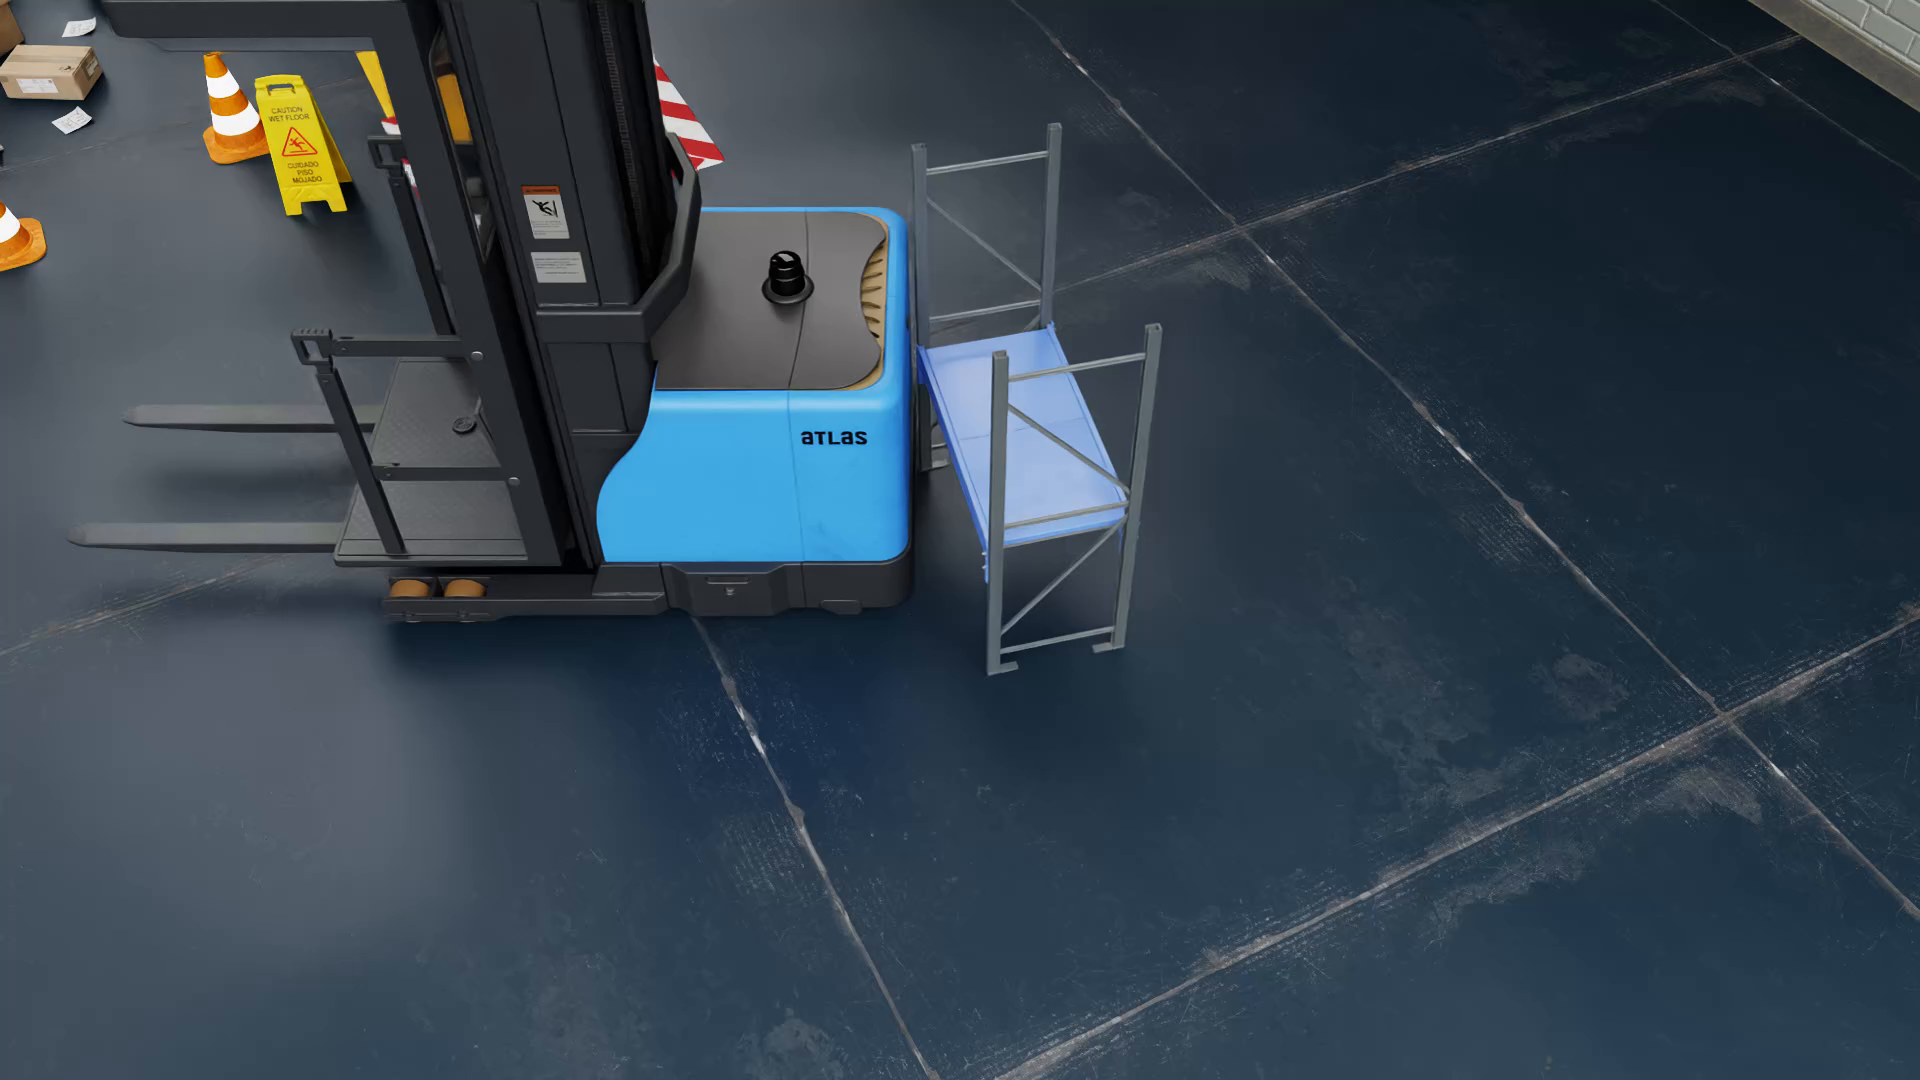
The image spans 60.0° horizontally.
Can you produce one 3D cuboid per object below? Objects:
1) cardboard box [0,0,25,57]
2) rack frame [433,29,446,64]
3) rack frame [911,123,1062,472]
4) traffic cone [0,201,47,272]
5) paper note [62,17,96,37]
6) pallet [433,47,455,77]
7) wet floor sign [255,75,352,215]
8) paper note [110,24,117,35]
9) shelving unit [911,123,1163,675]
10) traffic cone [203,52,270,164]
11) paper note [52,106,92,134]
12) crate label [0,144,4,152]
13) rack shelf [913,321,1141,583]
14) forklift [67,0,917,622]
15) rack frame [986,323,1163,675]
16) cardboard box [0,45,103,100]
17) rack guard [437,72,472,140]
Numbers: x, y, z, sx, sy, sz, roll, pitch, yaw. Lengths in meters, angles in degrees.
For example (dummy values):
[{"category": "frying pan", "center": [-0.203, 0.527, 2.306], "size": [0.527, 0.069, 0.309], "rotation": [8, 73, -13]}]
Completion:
[{"category": "cardboard box", "center": [-5.122, -2.533, 8.131], "size": [0.637, 0.503, 0.797], "rotation": [18, 51, 15]}, {"category": "rack frame", "center": [-2.067, -3.051, 6.926], "size": [1.000, 3.000, 0.127], "rotation": [-21, 52, -18]}, {"category": "rack frame", "center": [0.088, -0.818, 5.969], "size": [0.500, 1.500, 0.032], "rotation": [-11, 50, -9]}, {"category": "traffic cone", "center": [-4.242, -1.450, 7.211], "size": [0.336, 0.463, 0.334], "rotation": [-21, 52, -18]}, {"category": "paper note", "center": [-4.525, -2.637, 8.544], "size": [0.148, 0.019, 0.142], "rotation": [-5, 49, -5]}, {"category": "pallet", "center": [-2.442, -2.740, 8.506], "size": [1.003, 0.211, 1.213], "rotation": [-21, 52, -18]}, {"category": "wet floor sign", "center": [-2.932, -1.781, 7.379], "size": [0.267, 0.644, 0.232], "rotation": [-5, 49, -5]}, {"category": "paper note", "center": [-4.339, -2.626, 8.540], "size": [0.032, 0.001, 0.123], "rotation": [-21, 52, -18]}, {"category": "shelving unit", "center": [0.213, -0.447, 5.645], "size": [0.538, 1.500, 1.048], "rotation": [-11, 50, -9]}, {"category": "traffic cone", "center": [-3.411, -2.060, 7.744], "size": [0.336, 0.463, 0.334], "rotation": [-21, 52, -18]}, {"category": "paper note", "center": [-4.270, -2.021, 7.997], "size": [0.142, 0.019, 0.148], "rotation": [35, 57, 27]}, {"category": "crate label", "center": [-4.657, -1.847, 7.775], "size": [0.298, 0.136, 0.250], "rotation": [26, 54, 21]}, {"category": "rack shelf", "center": [0.213, -0.329, 5.780], "size": [0.538, 0.185, 1.000], "rotation": [-11, 50, -9]}, {"category": "forklift", "center": [-1.686, -1.069, 5.237], "size": [3.031, 2.935, 1.130], "rotation": [0, 49, 0]}, {"category": "rack frame", "center": [0.338, -0.076, 5.320], "size": [0.500, 1.500, 0.032], "rotation": [-11, 50, -9]}, {"category": "cardboard box", "center": [-4.463, -2.294, 8.157], "size": [0.380, 0.149, 0.250], "rotation": [2, 49, 2]}, {"category": "rack guard", "center": [-2.102, -2.279, 7.911], "size": [1.175, 0.500, 0.348], "rotation": [-21, 52, -18]}]
